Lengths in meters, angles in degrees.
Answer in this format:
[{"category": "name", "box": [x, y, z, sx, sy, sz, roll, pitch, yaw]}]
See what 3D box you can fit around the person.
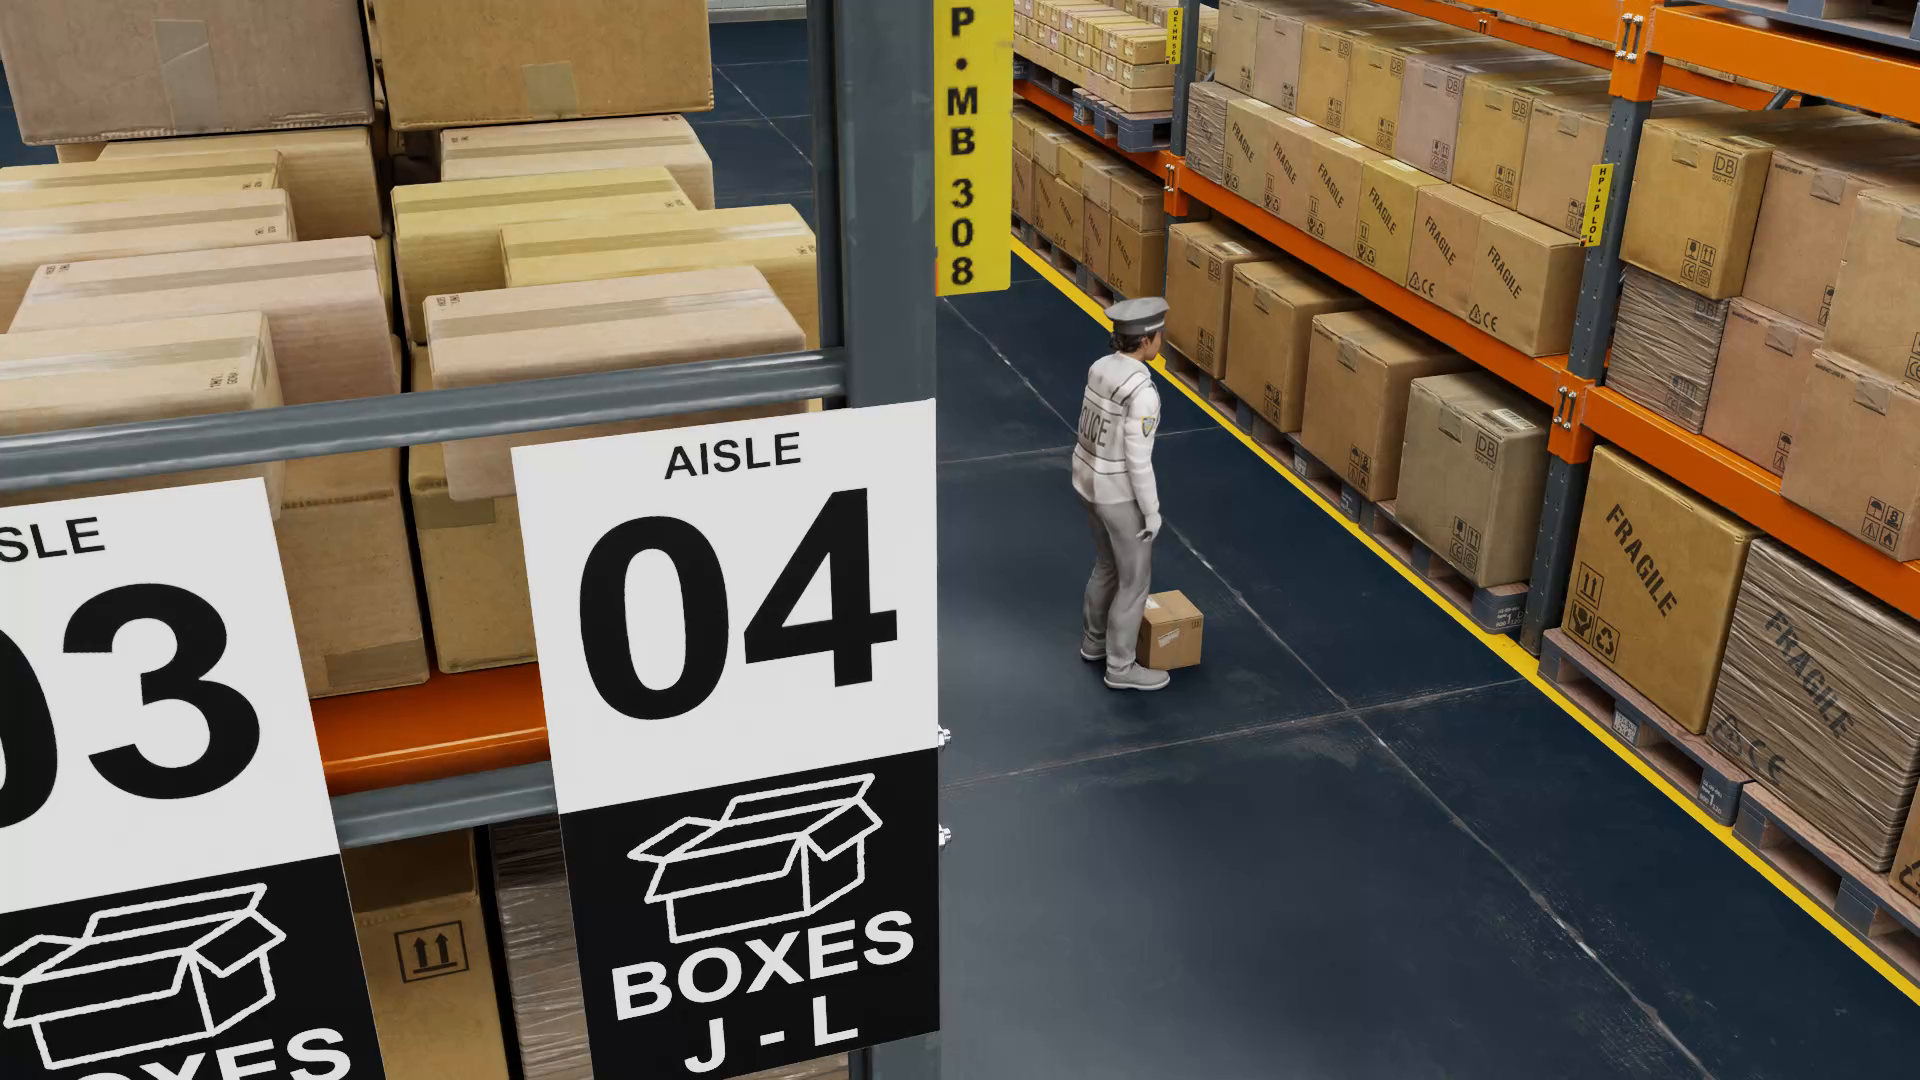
[{"category": "person", "box": [0.689, -0.225, 6.992, 0.346, 1.602, 0.515, -10, 28, -19]}]
